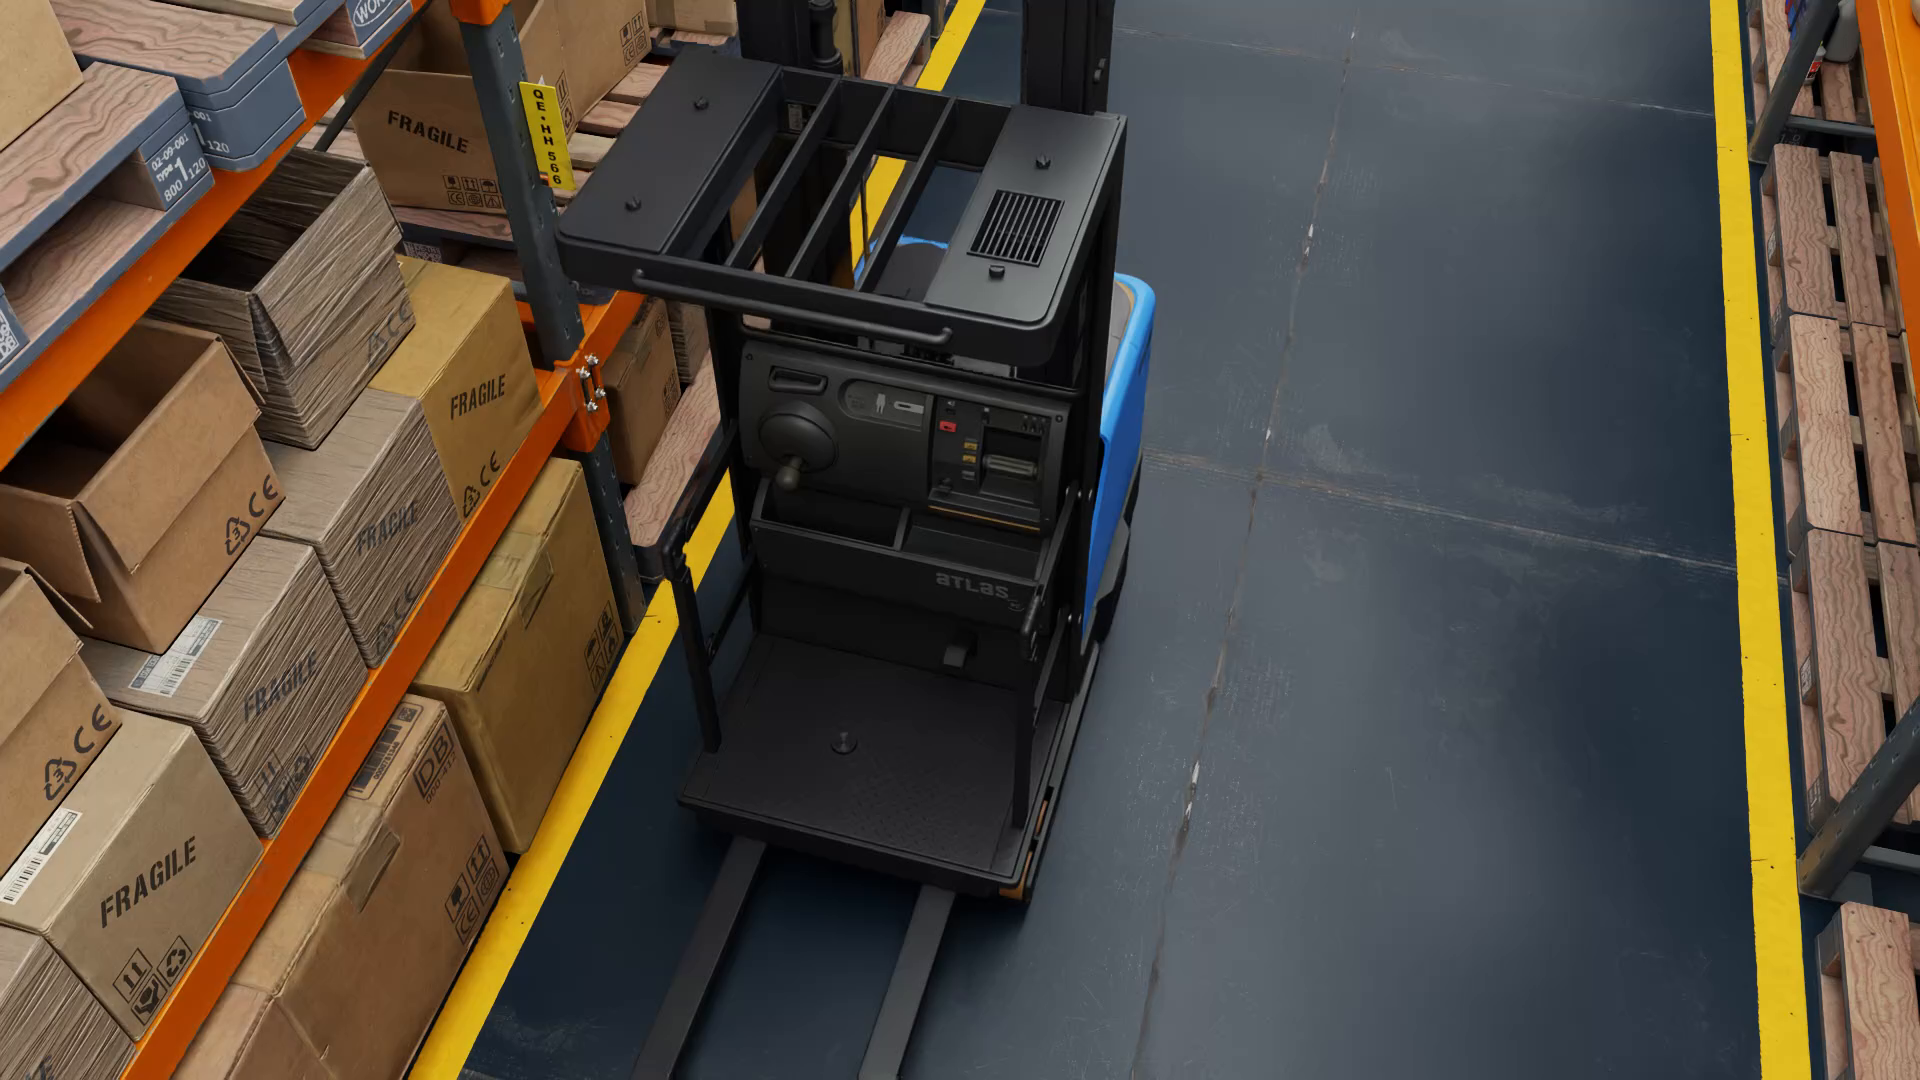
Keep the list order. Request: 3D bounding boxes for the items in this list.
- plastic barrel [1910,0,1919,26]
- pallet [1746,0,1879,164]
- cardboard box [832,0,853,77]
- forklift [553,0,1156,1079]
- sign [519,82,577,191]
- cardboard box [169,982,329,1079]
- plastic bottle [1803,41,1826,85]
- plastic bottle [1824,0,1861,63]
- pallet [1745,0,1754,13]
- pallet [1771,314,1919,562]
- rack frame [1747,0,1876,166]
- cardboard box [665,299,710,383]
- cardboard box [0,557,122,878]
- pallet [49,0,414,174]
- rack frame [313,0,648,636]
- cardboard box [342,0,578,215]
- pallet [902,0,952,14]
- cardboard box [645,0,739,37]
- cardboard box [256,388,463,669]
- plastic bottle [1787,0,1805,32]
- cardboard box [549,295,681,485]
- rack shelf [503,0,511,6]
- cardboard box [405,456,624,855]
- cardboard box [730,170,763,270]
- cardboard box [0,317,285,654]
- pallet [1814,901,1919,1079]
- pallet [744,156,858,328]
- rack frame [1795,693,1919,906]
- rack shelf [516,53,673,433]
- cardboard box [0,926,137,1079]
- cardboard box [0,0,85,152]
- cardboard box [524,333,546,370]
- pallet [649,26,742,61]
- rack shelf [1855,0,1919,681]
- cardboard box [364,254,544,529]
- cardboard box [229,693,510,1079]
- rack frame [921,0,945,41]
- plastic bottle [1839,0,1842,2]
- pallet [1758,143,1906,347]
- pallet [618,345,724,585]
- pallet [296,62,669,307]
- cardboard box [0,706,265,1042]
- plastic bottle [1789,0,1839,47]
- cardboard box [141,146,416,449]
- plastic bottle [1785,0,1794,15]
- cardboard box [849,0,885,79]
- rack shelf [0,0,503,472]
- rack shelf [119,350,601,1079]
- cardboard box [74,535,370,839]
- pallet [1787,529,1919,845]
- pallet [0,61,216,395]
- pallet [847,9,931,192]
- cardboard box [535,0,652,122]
[{"bbox_3d":[3.737,-2.105,6.017,0.433,0.535,0.433,0,49,0],"label":"plastic barrel"},{"bbox_3d":[4.418,-2.264,8.107,1.003,0.211,1.213,12,50,10],"label":"pallet"},{"bbox_3d":[-0.904,-2.224,7.586,0.700,0.500,0.500,11,50,10],"label":"cardboard box"},{"bbox_3d":[-0.222,-0.175,4.450,1.130,2.935,3.031,12,50,11],"label":"forklift"},{"bbox_3d":[-1.094,-1.069,4.421,0.100,0.325,0.005,12,50,10],"label":"sign"},{"bbox_3d":[-2.300,1.551,4.018,1.225,0.875,0.875,10,49,9],"label":"cardboard box"},{"bbox_3d":[3.996,-2.253,7.810,0.097,0.201,0.097,0,49,0],"label":"plastic bottle"},{"bbox_3d":[4.231,-2.472,7.905,0.144,0.351,0.185,12,50,10],"label":"plastic bottle"},{"bbox_3d":[4.737,-3.149,8.889,1.003,0.211,1.213,12,50,10],"label":"pallet"},{"bbox_3d":[3.712,-0.325,6.396,1.003,0.211,1.213,12,50,10],"label":"pallet"},{"bbox_3d":[4.201,-2.709,6.640,1.000,3.000,0.127,12,50,10],"label":"rack frame"},{"bbox_3d":[-1.340,-1.004,6.509,0.700,0.500,0.500,8,49,7],"label":"cardboard box"},{"bbox_3d":[-2.183,0.325,3.227,0.797,0.503,0.637,13,50,11],"label":"cardboard box"},{"bbox_3d":[-1.749,-1.247,3.475,1.213,0.211,1.003,14,50,12],"label":"pallet"},{"bbox_3d":[-1.630,-0.793,4.949,1.000,3.000,0.127,12,50,10],"label":"rack frame"},{"bbox_3d":[-1.527,-1.364,5.106,0.500,0.500,0.500,6,49,5],"label":"cardboard box"},{"bbox_3d":[-0.435,-3.257,8.983,1.003,0.211,1.213,12,50,10],"label":"pallet"},{"bbox_3d":[-0.967,-2.049,5.878,0.500,0.250,0.500,10,49,9],"label":"cardboard box"},{"bbox_3d":[-1.658,-0.061,4.236,0.500,0.500,0.500,11,50,10],"label":"cardboard box"},{"bbox_3d":[4.143,-2.640,8.052,0.144,0.351,0.185,9,49,8],"label":"plastic bottle"},{"bbox_3d":[-1.473,-0.600,6.153,0.700,0.500,0.500,9,49,8],"label":"cardboard box"},{"bbox_3d":[-1.104,-2.994,5.371,1.077,0.370,4.000,12,50,10],"label":"rack shelf"},{"bbox_3d":[-1.832,0.266,5.152,1.225,0.875,0.875,9,49,8],"label":"cardboard box"},{"bbox_3d":[-1.197,-1.415,6.872,0.700,0.500,0.500,15,50,13],"label":"cardboard box"},{"bbox_3d":[-2.013,-0.162,3.656,0.797,0.503,0.637,13,50,11],"label":"cardboard box"},{"bbox_3d":[2.981,1.685,4.622,1.003,0.211,1.213,12,50,10],"label":"pallet"},{"bbox_3d":[-1.100,-1.315,7.270,1.003,0.211,1.213,12,50,10],"label":"pallet"},{"bbox_3d":[3.148,0.184,4.087,1.000,3.000,0.127,12,50,10],"label":"rack frame"},{"bbox_3d":[-1.104,-2.002,6.496,1.077,0.370,4.000,12,50,10],"label":"rack shelf"},{"bbox_3d":[-2.057,1.058,3.249,0.500,0.500,0.500,11,49,9],"label":"cardboard box"},{"bbox_3d":[-1.864,-0.861,2.662,0.500,0.500,0.500,14,50,12],"label":"cardboard box"},{"bbox_3d":[-1.483,-0.850,5.873,0.500,0.250,0.500,13,50,12],"label":"cardboard box"},{"bbox_3d":[-1.149,-2.170,6.292,1.003,0.211,1.213,12,50,10],"label":"pallet"},{"bbox_3d":[3.674,-1.024,5.633,1.077,0.370,4.000,12,50,10],"label":"rack shelf"},{"bbox_3d":[-1.521,-0.420,4.554,0.500,0.500,0.500,13,50,11],"label":"cardboard box"},{"bbox_3d":[-2.074,0.909,4.584,1.225,0.875,0.875,12,50,10],"label":"cardboard box"},{"bbox_3d":[-0.578,-3.686,7.503,1.000,3.000,0.127,12,50,10],"label":"rack frame"},{"bbox_3d":[4.292,-2.604,8.071,0.152,0.276,0.135,12,50,10],"label":"plastic bottle"},{"bbox_3d":[4.031,-1.211,7.178,1.003,0.211,1.213,12,50,10],"label":"pallet"},{"bbox_3d":[-1.423,-0.435,6.493,1.003,0.211,1.213,12,50,10],"label":"pallet"},{"bbox_3d":[-1.546,-1.266,5.495,1.213,0.211,1.003,12,50,10],"label":"pallet"},{"bbox_3d":[-1.926,0.683,3.580,0.500,0.500,0.500,12,50,11],"label":"cardboard box"},{"bbox_3d":[4.092,-2.501,7.930,0.144,0.351,0.185,10,49,9],"label":"plastic bottle"},{"bbox_3d":[-1.838,-0.633,4.072,0.797,0.503,0.637,13,50,11],"label":"cardboard box"},{"bbox_3d":[4.145,-2.743,8.189,0.061,0.283,0.133,15,50,13],"label":"plastic bottle"},{"bbox_3d":[-0.760,-2.565,7.887,0.700,0.500,0.500,8,49,7],"label":"cardboard box"},{"bbox_3d":[-2.157,-0.101,2.818,1.077,0.370,4.000,12,50,10],"label":"rack shelf"},{"bbox_3d":[-2.157,0.891,3.942,1.077,0.370,4.000,12,50,10],"label":"rack shelf"},{"bbox_3d":[-1.792,0.315,3.904,0.500,0.500,0.500,10,49,9],"label":"cardboard box"},{"bbox_3d":[3.389,0.554,5.620,1.003,0.211,1.213,12,50,10],"label":"pallet"},{"bbox_3d":[-2.040,-0.438,2.761,1.003,0.211,1.213,14,50,12],"label":"pallet"},{"bbox_3d":[-0.781,-2.200,8.051,1.003,0.211,1.213,12,50,10],"label":"pallet"},{"bbox_3d":[-1.476,-1.787,5.480,0.700,0.500,0.500,18,51,16],"label":"cardboard box"}]
